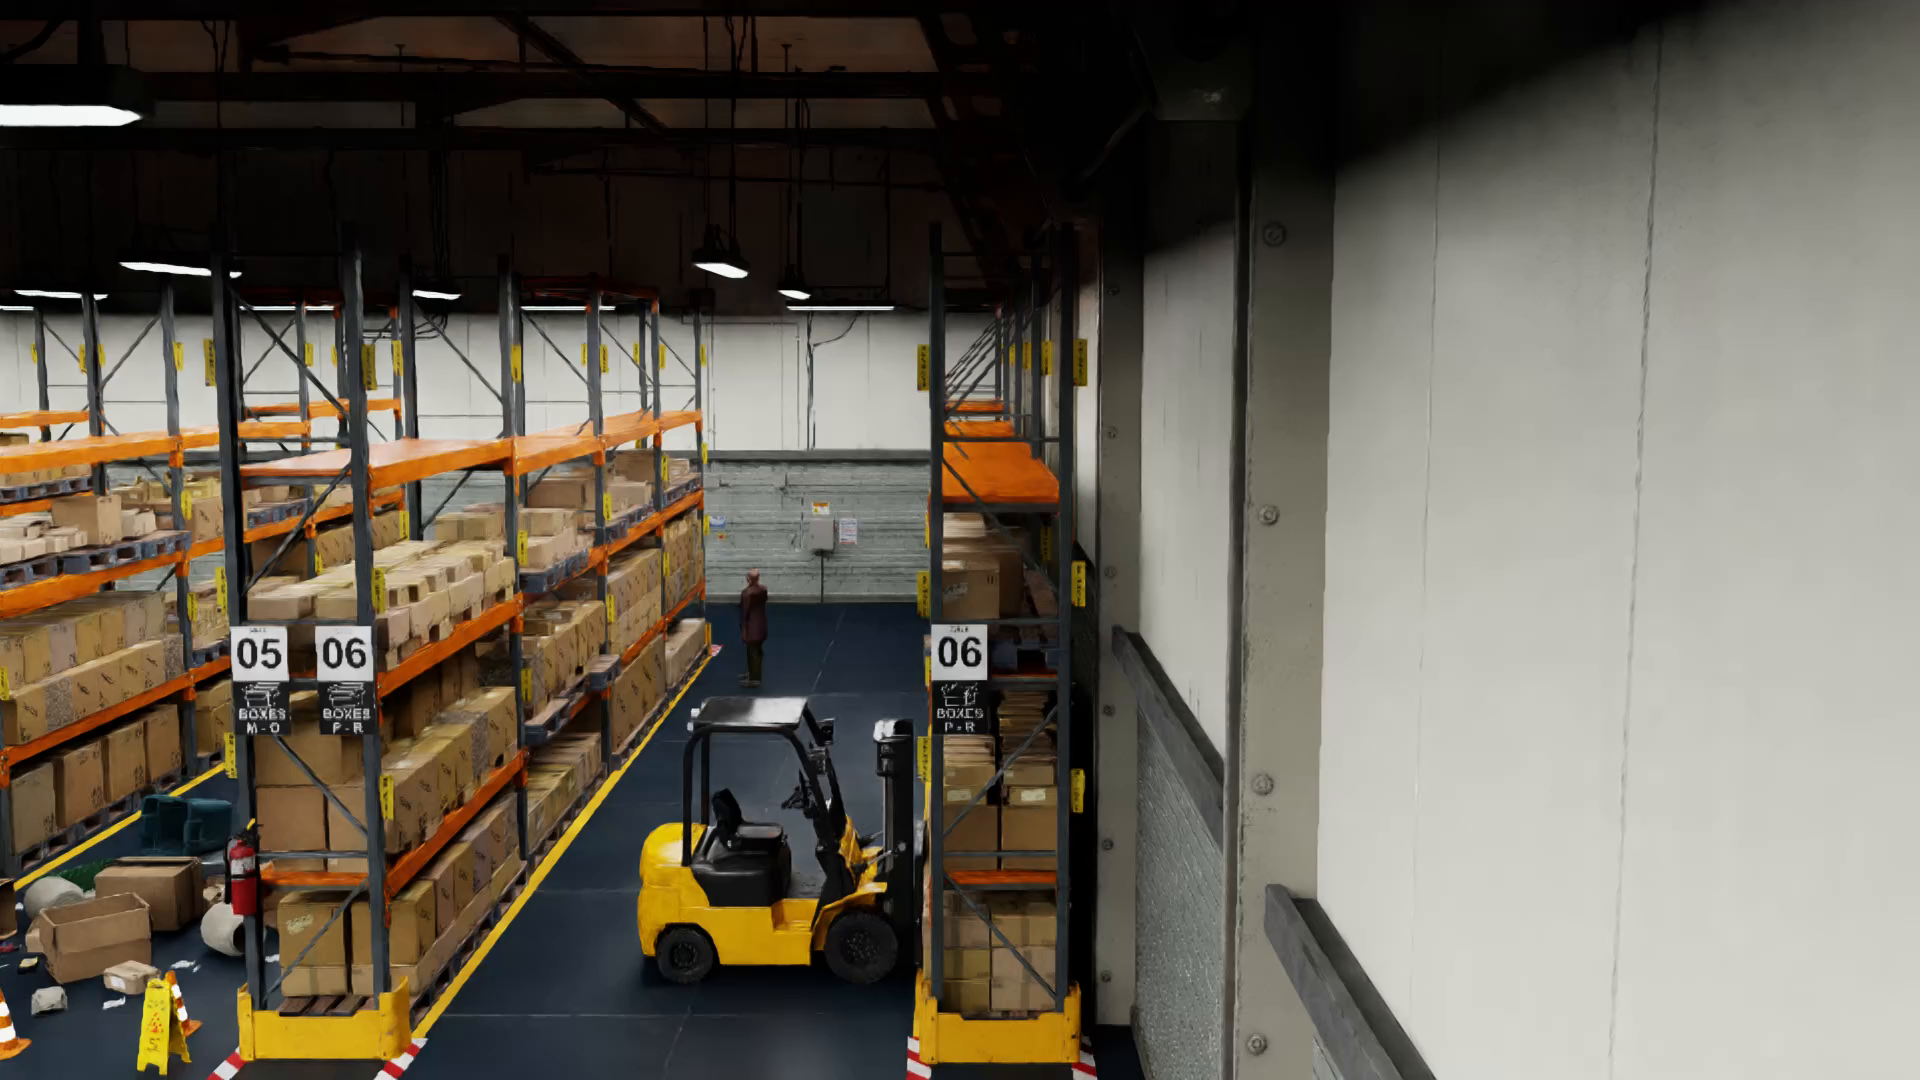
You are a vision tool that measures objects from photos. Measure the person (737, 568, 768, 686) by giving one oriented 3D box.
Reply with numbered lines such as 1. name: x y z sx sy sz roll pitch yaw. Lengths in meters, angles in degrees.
1. person: -3.195 1.311 25.367 0.557 1.781 0.631 4 8 29
